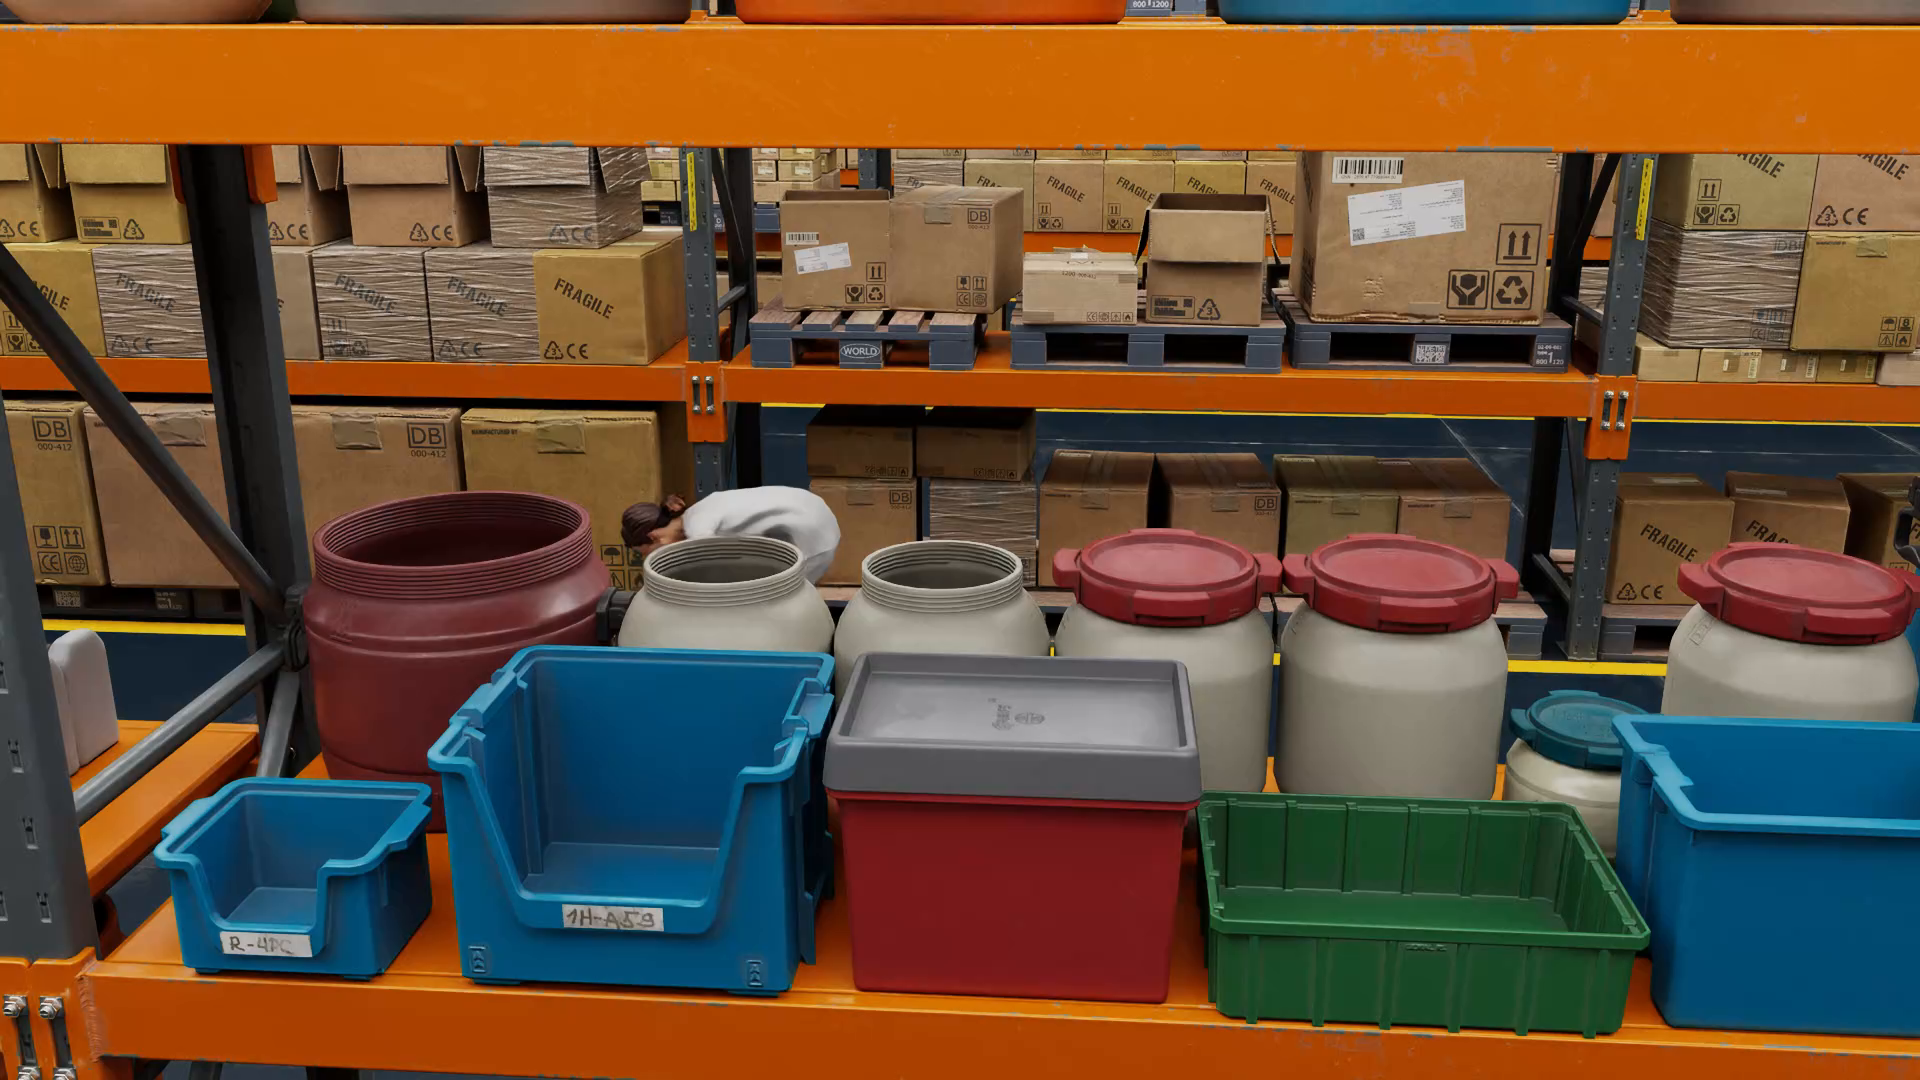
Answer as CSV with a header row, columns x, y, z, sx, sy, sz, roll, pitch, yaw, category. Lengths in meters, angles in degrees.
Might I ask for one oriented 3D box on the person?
x,y,z,sx,sy,sz,roll,pitch,yaw,category
-0.913,0.289,6.719,0.872,1.024,0.427,1,18,2,person
